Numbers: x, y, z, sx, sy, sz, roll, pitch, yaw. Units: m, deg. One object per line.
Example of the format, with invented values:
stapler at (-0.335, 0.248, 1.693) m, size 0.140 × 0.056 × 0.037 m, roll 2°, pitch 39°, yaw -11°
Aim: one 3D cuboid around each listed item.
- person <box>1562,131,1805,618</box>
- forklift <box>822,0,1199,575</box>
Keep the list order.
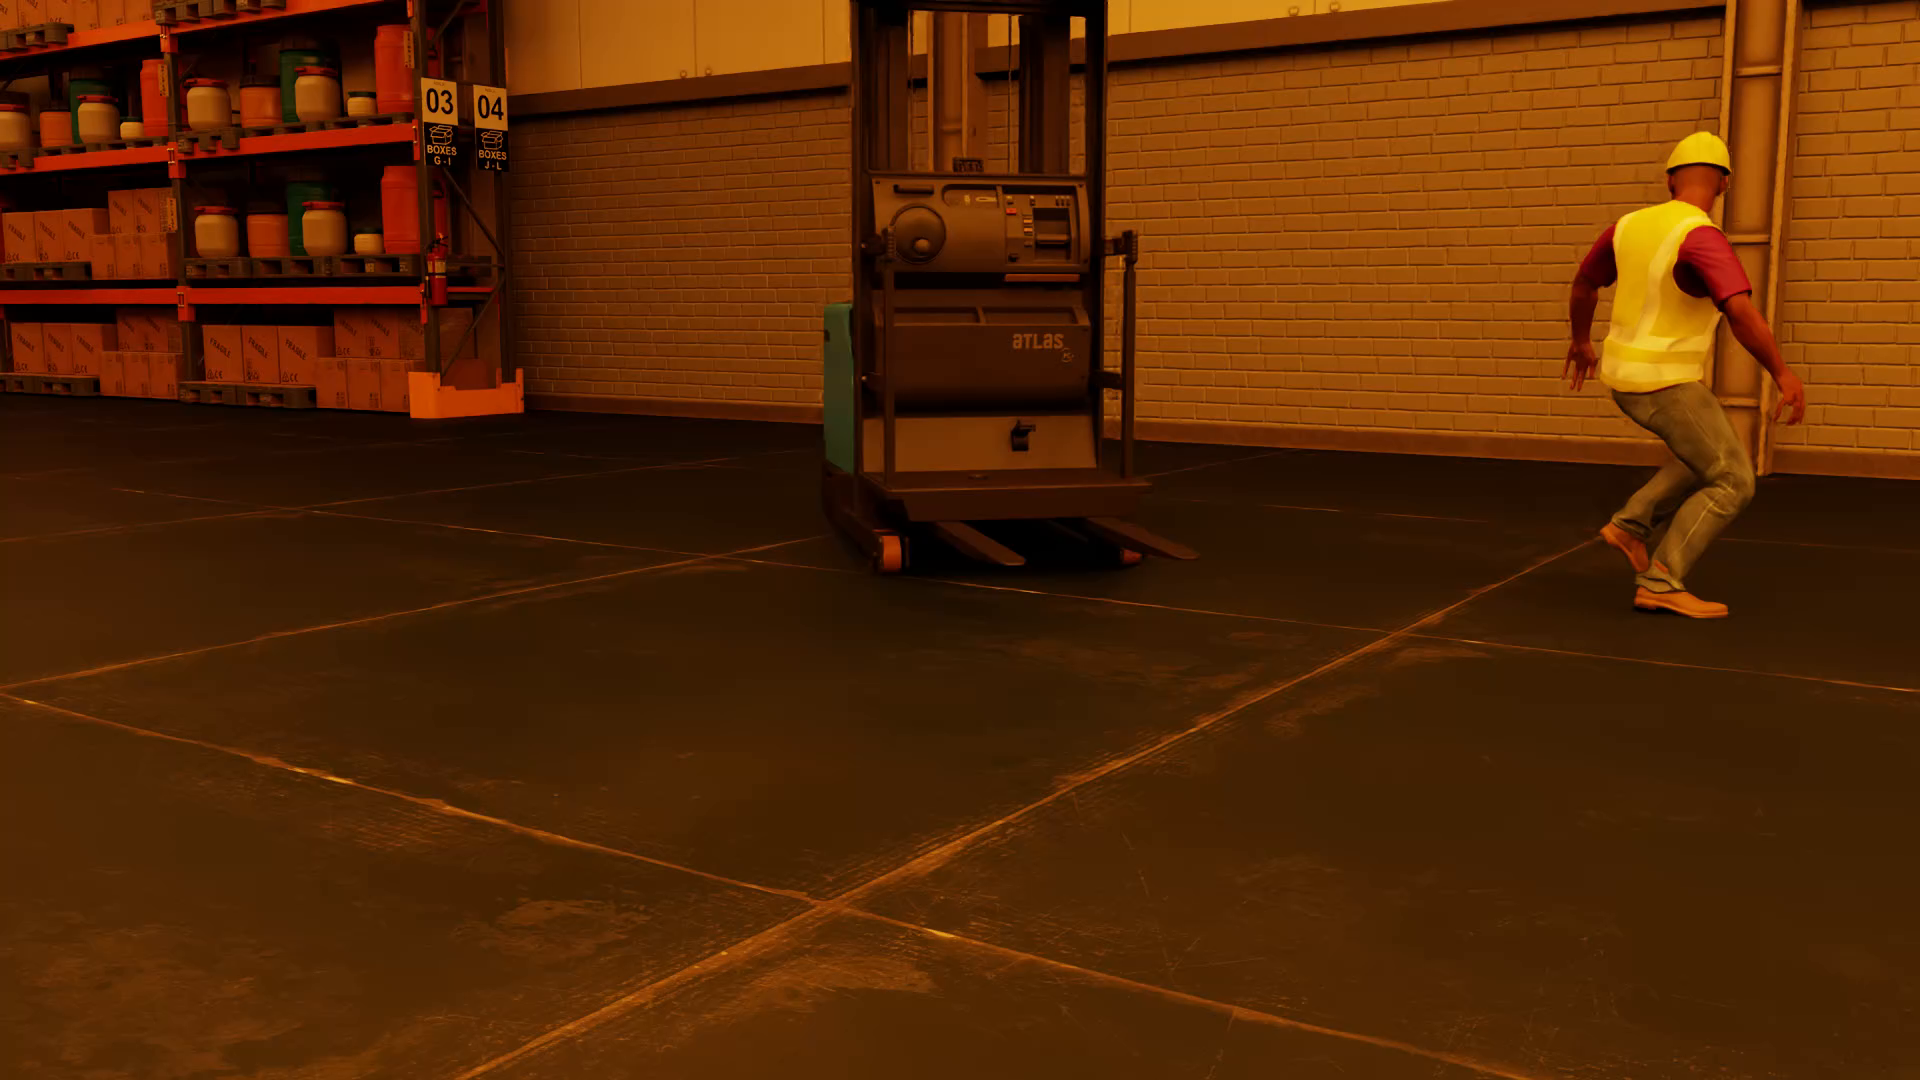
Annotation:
person at (2.535, -0.584, 5.870) m, size 0.621 × 1.664 × 0.859 m, roll 1°, pitch 8°, yaw 7°
forklift at (0.142, -1.368, 6.812) m, size 1.130 × 2.935 × 3.031 m, roll -2°, pitch 8°, yaw -13°
